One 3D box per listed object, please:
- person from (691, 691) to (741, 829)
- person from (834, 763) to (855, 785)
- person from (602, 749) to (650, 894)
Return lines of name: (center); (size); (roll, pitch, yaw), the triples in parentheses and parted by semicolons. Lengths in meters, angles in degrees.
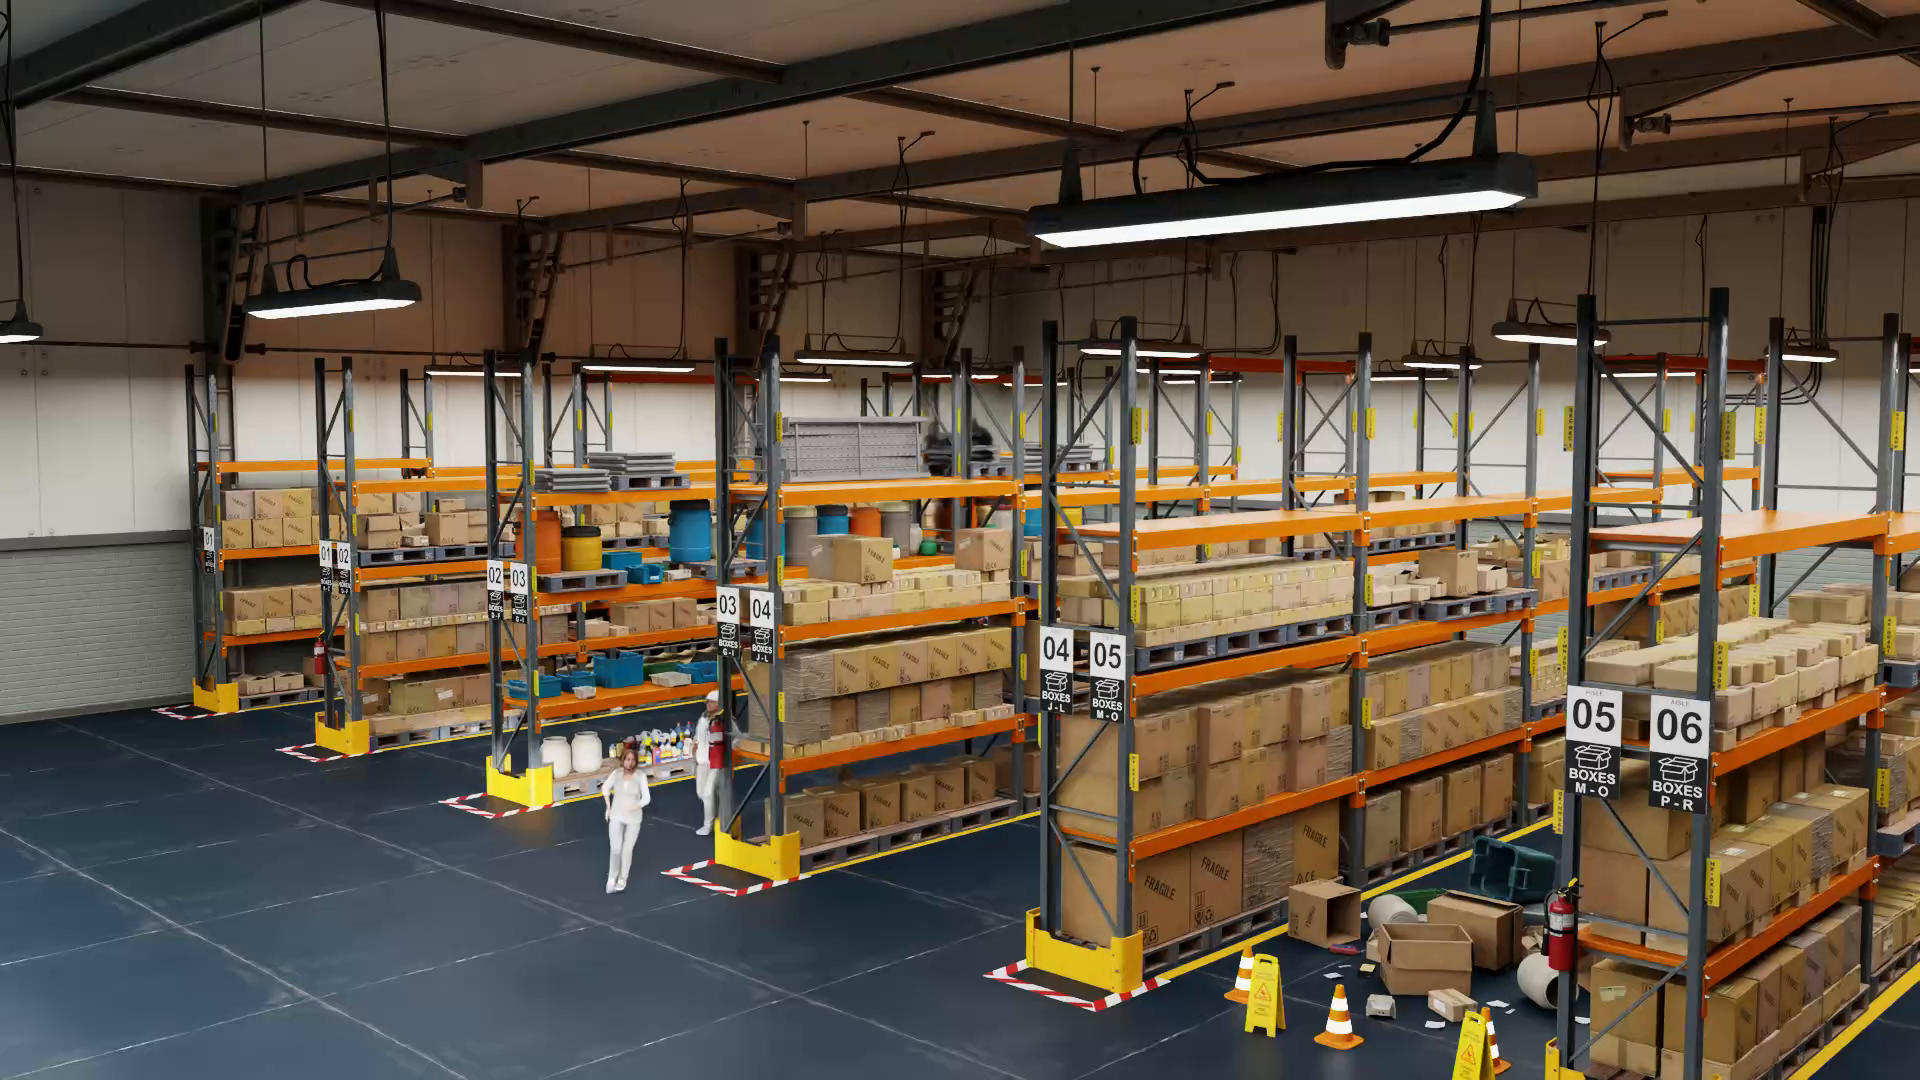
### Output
person: (-3.019, 2.698, 20.544); (0.669, 1.680, 0.693); (2, 5, 29)
person: (-1.525, 2.778, 21.825); (0.530, 1.413, 0.498); (4, 6, 41)
person: (-3.580, 3.013, 17.820); (0.518, 1.559, 0.594); (-1, 4, -9)
